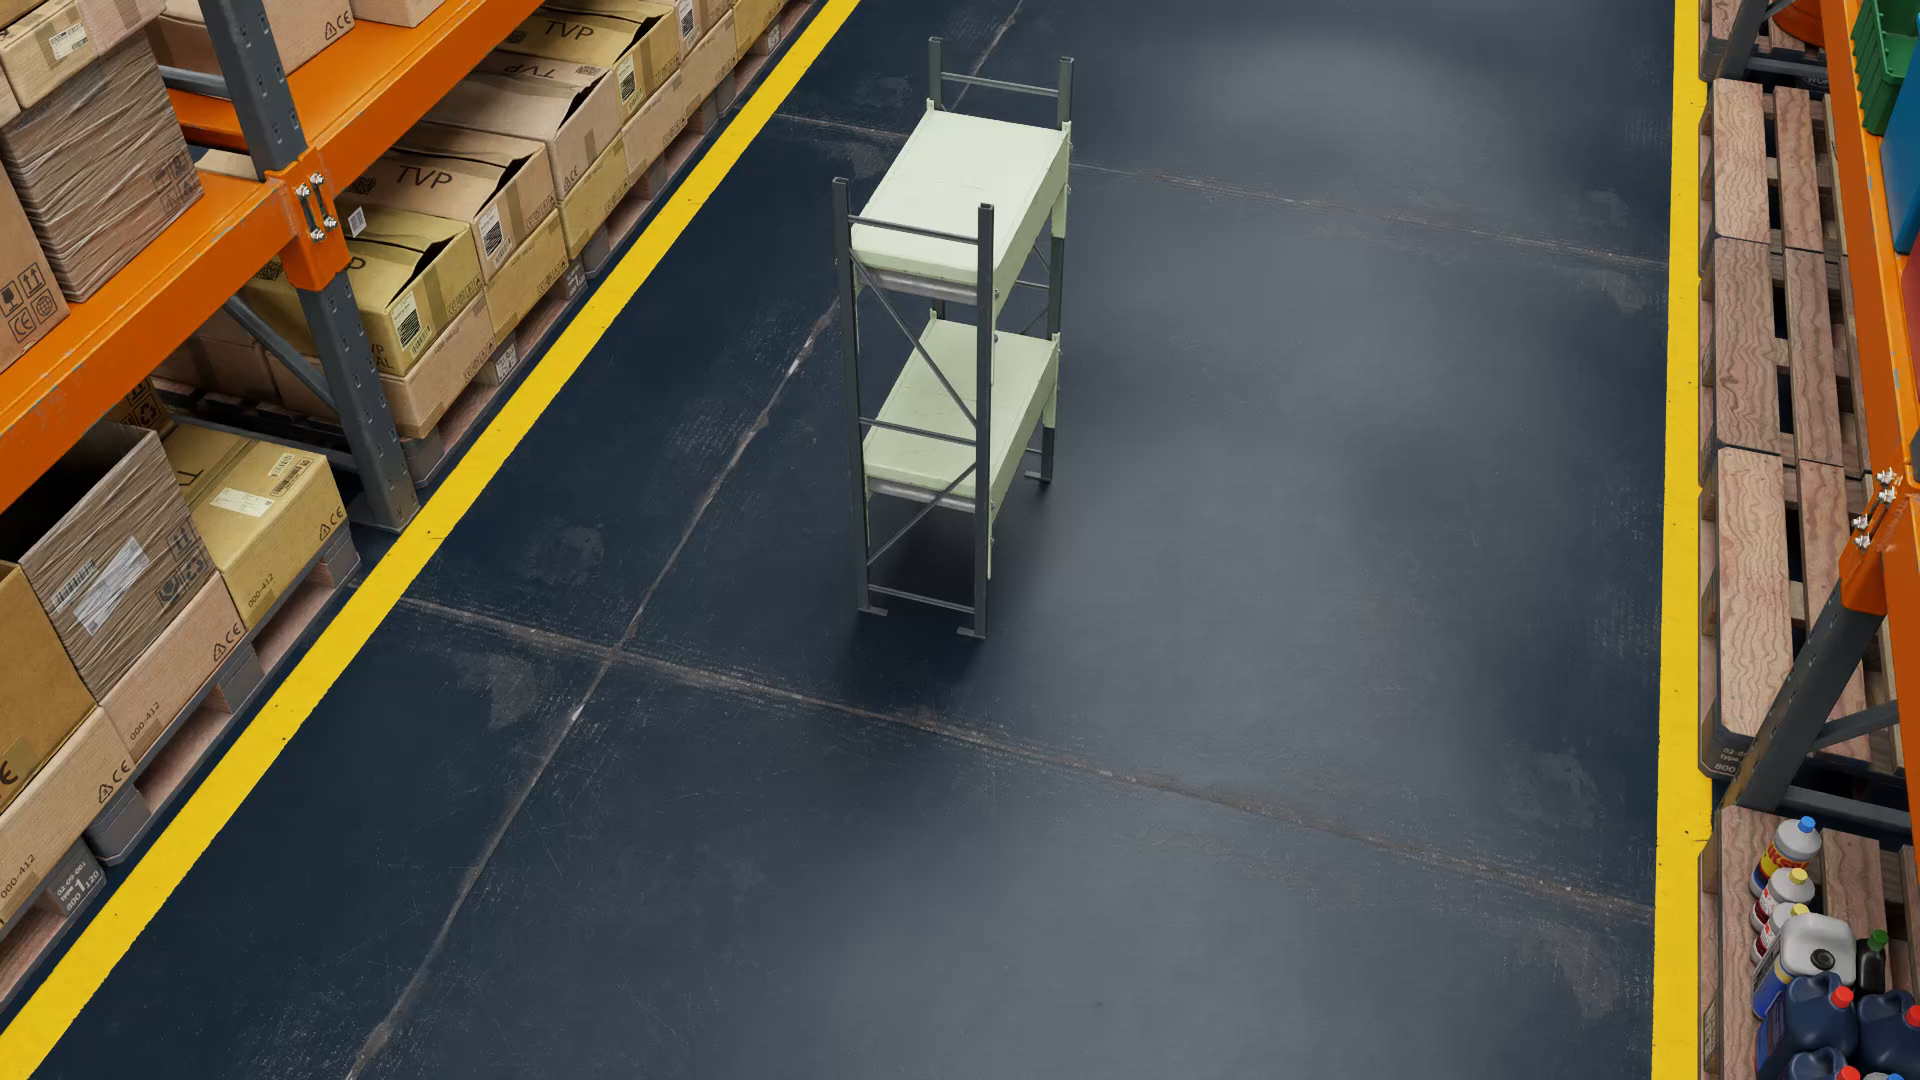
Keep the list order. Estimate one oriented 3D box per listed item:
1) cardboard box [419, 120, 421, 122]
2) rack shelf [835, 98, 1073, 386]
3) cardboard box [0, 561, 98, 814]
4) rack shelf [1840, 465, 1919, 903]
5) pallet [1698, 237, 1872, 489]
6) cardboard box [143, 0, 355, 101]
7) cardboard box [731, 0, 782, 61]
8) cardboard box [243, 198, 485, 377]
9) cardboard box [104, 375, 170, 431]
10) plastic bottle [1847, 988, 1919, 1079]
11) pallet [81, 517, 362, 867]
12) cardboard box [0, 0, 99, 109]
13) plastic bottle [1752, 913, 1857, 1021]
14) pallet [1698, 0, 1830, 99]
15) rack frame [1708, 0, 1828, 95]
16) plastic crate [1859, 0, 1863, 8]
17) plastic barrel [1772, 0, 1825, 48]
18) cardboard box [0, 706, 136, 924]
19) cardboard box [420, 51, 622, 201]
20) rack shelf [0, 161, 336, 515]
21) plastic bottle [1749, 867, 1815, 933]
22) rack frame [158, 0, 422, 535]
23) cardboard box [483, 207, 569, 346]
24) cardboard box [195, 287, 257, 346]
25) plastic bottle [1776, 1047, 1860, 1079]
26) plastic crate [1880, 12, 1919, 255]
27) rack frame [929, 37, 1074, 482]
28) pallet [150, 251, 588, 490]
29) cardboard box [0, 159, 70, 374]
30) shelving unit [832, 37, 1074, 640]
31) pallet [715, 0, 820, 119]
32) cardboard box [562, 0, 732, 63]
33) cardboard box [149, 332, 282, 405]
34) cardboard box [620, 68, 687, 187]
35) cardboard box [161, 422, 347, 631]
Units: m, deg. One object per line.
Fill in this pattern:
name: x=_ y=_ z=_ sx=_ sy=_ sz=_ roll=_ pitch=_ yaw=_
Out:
cardboard box: x=-2.073 y=-1.614 z=6.020 sx=0.500 sy=0.311 sz=0.500 roll=12 pitch=46 yaw=12
rack shelf: x=-0.002 y=-0.811 z=4.448 sx=0.431 sy=0.370 sz=0.720 roll=13 pitch=46 yaw=12
cardboard box: x=-2.469 y=0.349 z=3.878 sx=0.500 sy=0.500 sz=0.500 roll=13 pitch=46 yaw=13
rack shelf: x=1.887 y=1.406 z=2.183 sx=1.077 sy=0.370 sz=4.000 roll=13 pitch=46 yaw=13
pallet: x=3.061 y=-0.535 z=5.646 sx=1.003 sy=0.211 sz=1.213 roll=13 pitch=46 yaw=13
cardboard box: x=-2.120 y=-1.519 z=4.765 sx=0.500 sy=0.250 sz=0.500 roll=15 pitch=46 yaw=15
cardboard box: x=-1.095 y=-2.323 z=7.144 sx=0.500 sy=0.250 sz=0.500 roll=12 pitch=46 yaw=12
cardboard box: x=-1.864 y=-0.826 z=5.214 sx=0.500 sy=0.311 sz=0.500 roll=13 pitch=46 yaw=13
cardboard box: x=-2.666 y=-0.428 z=4.672 sx=0.500 sy=0.500 sz=0.500 roll=13 pitch=46 yaw=13
plastic bottle: x=1.990 y=1.086 z=3.575 sx=0.144 sy=0.351 sz=0.185 roll=13 pitch=46 yaw=13
pallet: x=-2.508 y=0.282 z=4.811 sx=1.003 sy=0.211 sz=1.213 roll=13 pitch=46 yaw=13
cardboard box: x=-2.182 y=-1.112 z=3.707 sx=0.380 sy=0.149 sz=0.250 roll=12 pitch=46 yaw=12
plastic bottle: x=1.907 y=0.973 z=3.744 sx=0.152 sy=0.276 sz=0.135 roll=14 pitch=46 yaw=14
pallet: x=3.903 y=-2.388 z=7.539 sx=1.003 sy=0.211 sz=1.213 roll=13 pitch=46 yaw=13
rack frame: x=3.704 y=-2.850 z=6.018 sx=1.000 sy=3.000 sz=0.127 roll=13 pitch=46 yaw=13
plastic crate: x=2.923 y=-1.861 z=4.961 sx=0.402 sy=0.464 sz=0.583 roll=13 pitch=46 yaw=13
plastic barrel: x=3.836 y=-2.554 z=6.967 sx=0.600 sy=0.830 sz=0.708 roll=13 pitch=46 yaw=13
cardboard box: x=-2.457 y=0.620 z=4.137 sx=0.500 sy=0.250 sz=0.500 roll=13 pitch=46 yaw=13
cardboard box: x=-1.552 y=-1.504 z=5.907 sx=0.500 sy=0.311 sz=0.500 roll=11 pitch=45 yaw=11
rack shelf: x=-2.833 y=0.355 z=3.257 sx=1.077 sy=0.370 sz=4.000 roll=13 pitch=46 yaw=13
plastic bottle: x=1.948 y=0.846 z=3.927 sx=0.097 sy=0.201 sz=0.097 roll=0 pitch=44 yaw=0
rack frame: x=-2.227 y=-1.236 z=4.368 sx=1.000 sy=3.000 sz=0.127 roll=13 pitch=46 yaw=13
cardboard box: x=-1.713 y=-0.960 z=5.752 sx=0.500 sy=0.250 sz=0.500 roll=14 pitch=46 yaw=14
cardboard box: x=-2.378 y=-0.934 z=5.325 sx=0.500 sy=0.311 sz=0.500 roll=13 pitch=46 yaw=13
plastic bottle: x=1.796 y=1.182 z=3.477 sx=0.144 sy=0.351 sz=0.185 roll=11 pitch=45 yaw=11
plastic crate: x=2.530 y=-0.979 z=4.118 sx=0.392 sy=0.384 sz=0.575 roll=13 pitch=46 yaw=13
rack frame: x=0.109 y=-0.776 z=4.970 sx=0.400 sy=1.500 sz=0.023 roll=13 pitch=46 yaw=12
pallet: x=-2.041 y=-0.738 z=5.854 sx=1.003 sy=0.211 sz=1.213 roll=13 pitch=46 yaw=13
cardboard box: x=-2.509 y=-0.621 z=3.669 sx=0.700 sy=0.500 sz=0.500 roll=12 pitch=46 yaw=12
shelving unit: x=-0.002 y=-0.532 z=4.721 sx=0.431 sy=1.500 sz=0.755 roll=13 pitch=46 yaw=12
pallet: x=-1.302 y=-2.365 z=7.516 sx=1.003 sy=0.211 sz=1.213 roll=13 pitch=46 yaw=13
cardboard box: x=-1.246 y=-2.185 z=6.603 sx=0.500 sy=0.311 sz=0.500 roll=12 pitch=46 yaw=12
cardboard box: x=-2.378 y=-0.741 z=5.528 sx=0.500 sy=0.250 sz=0.500 roll=12 pitch=46 yaw=12
cardboard box: x=-1.403 y=-1.644 z=6.452 sx=0.500 sy=0.250 sz=0.500 roll=13 pitch=46 yaw=13
cardboard box: x=-2.159 y=-0.048 z=4.820 sx=0.500 sy=0.250 sz=0.500 roll=13 pitch=46 yaw=13
